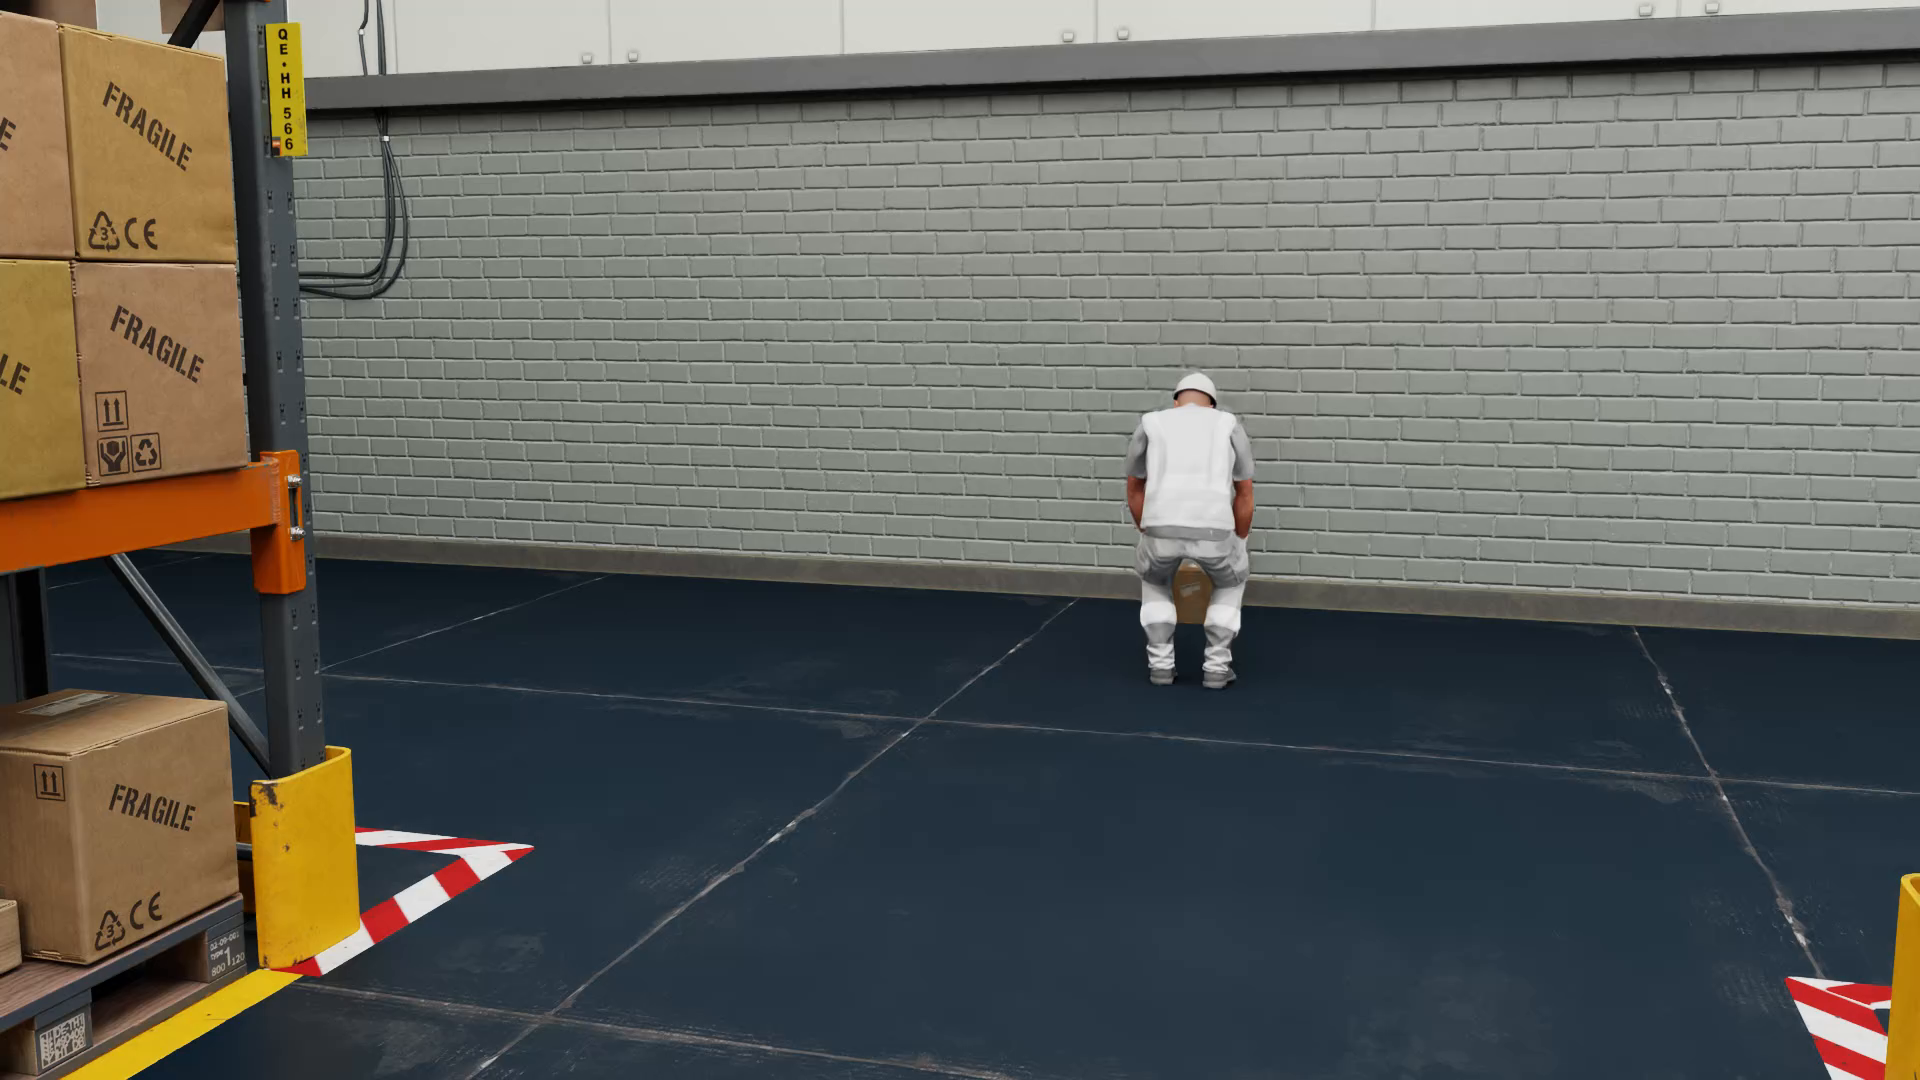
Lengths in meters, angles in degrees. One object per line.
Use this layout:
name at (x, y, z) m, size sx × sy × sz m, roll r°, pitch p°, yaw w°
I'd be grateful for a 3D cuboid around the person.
person at (1.021, -0.053, 7.531) m, size 0.584 × 1.384 × 0.780 m, roll 2°, pitch 9°, yaw 16°
